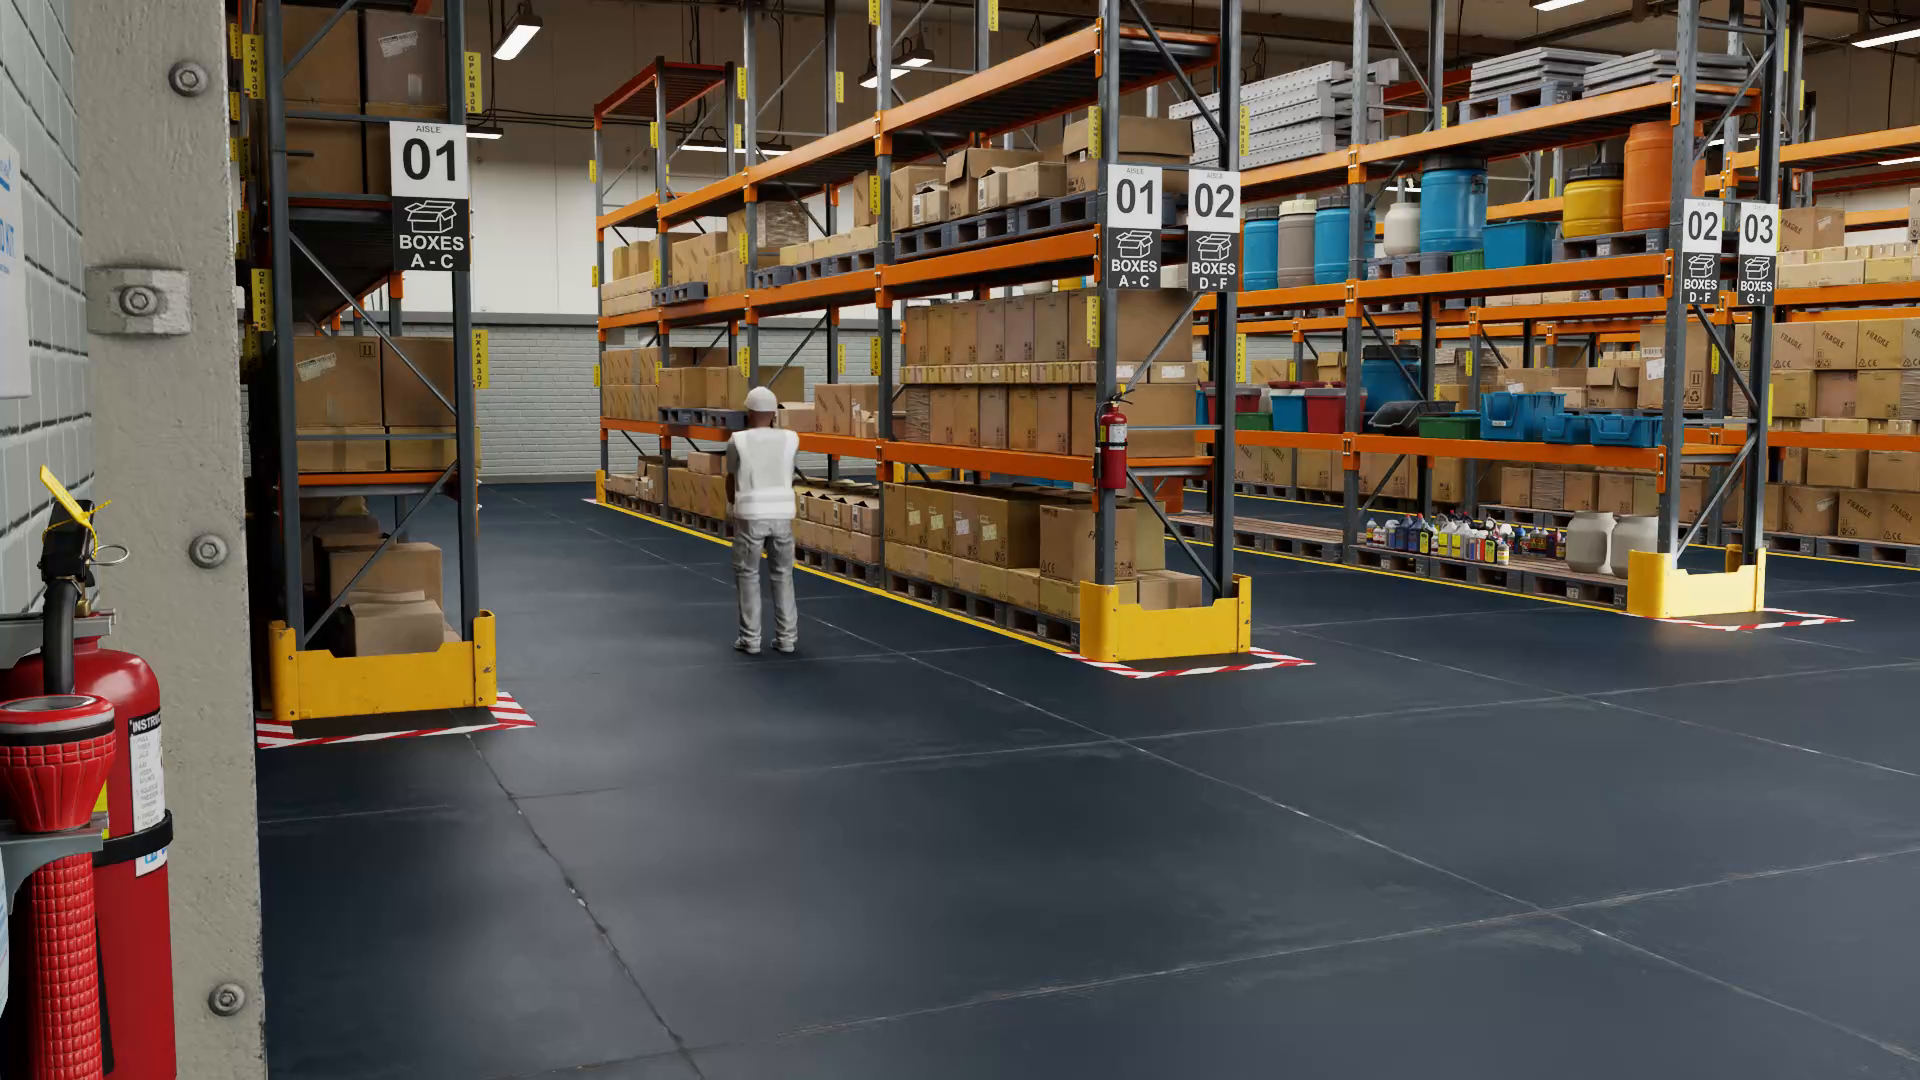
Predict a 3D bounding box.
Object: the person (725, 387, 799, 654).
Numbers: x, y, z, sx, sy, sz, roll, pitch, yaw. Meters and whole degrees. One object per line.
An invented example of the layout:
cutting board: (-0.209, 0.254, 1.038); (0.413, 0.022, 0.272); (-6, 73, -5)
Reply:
person: (-1.364, -0.143, 11.234); (0.489, 1.782, 0.566); (-2, 6, -24)
